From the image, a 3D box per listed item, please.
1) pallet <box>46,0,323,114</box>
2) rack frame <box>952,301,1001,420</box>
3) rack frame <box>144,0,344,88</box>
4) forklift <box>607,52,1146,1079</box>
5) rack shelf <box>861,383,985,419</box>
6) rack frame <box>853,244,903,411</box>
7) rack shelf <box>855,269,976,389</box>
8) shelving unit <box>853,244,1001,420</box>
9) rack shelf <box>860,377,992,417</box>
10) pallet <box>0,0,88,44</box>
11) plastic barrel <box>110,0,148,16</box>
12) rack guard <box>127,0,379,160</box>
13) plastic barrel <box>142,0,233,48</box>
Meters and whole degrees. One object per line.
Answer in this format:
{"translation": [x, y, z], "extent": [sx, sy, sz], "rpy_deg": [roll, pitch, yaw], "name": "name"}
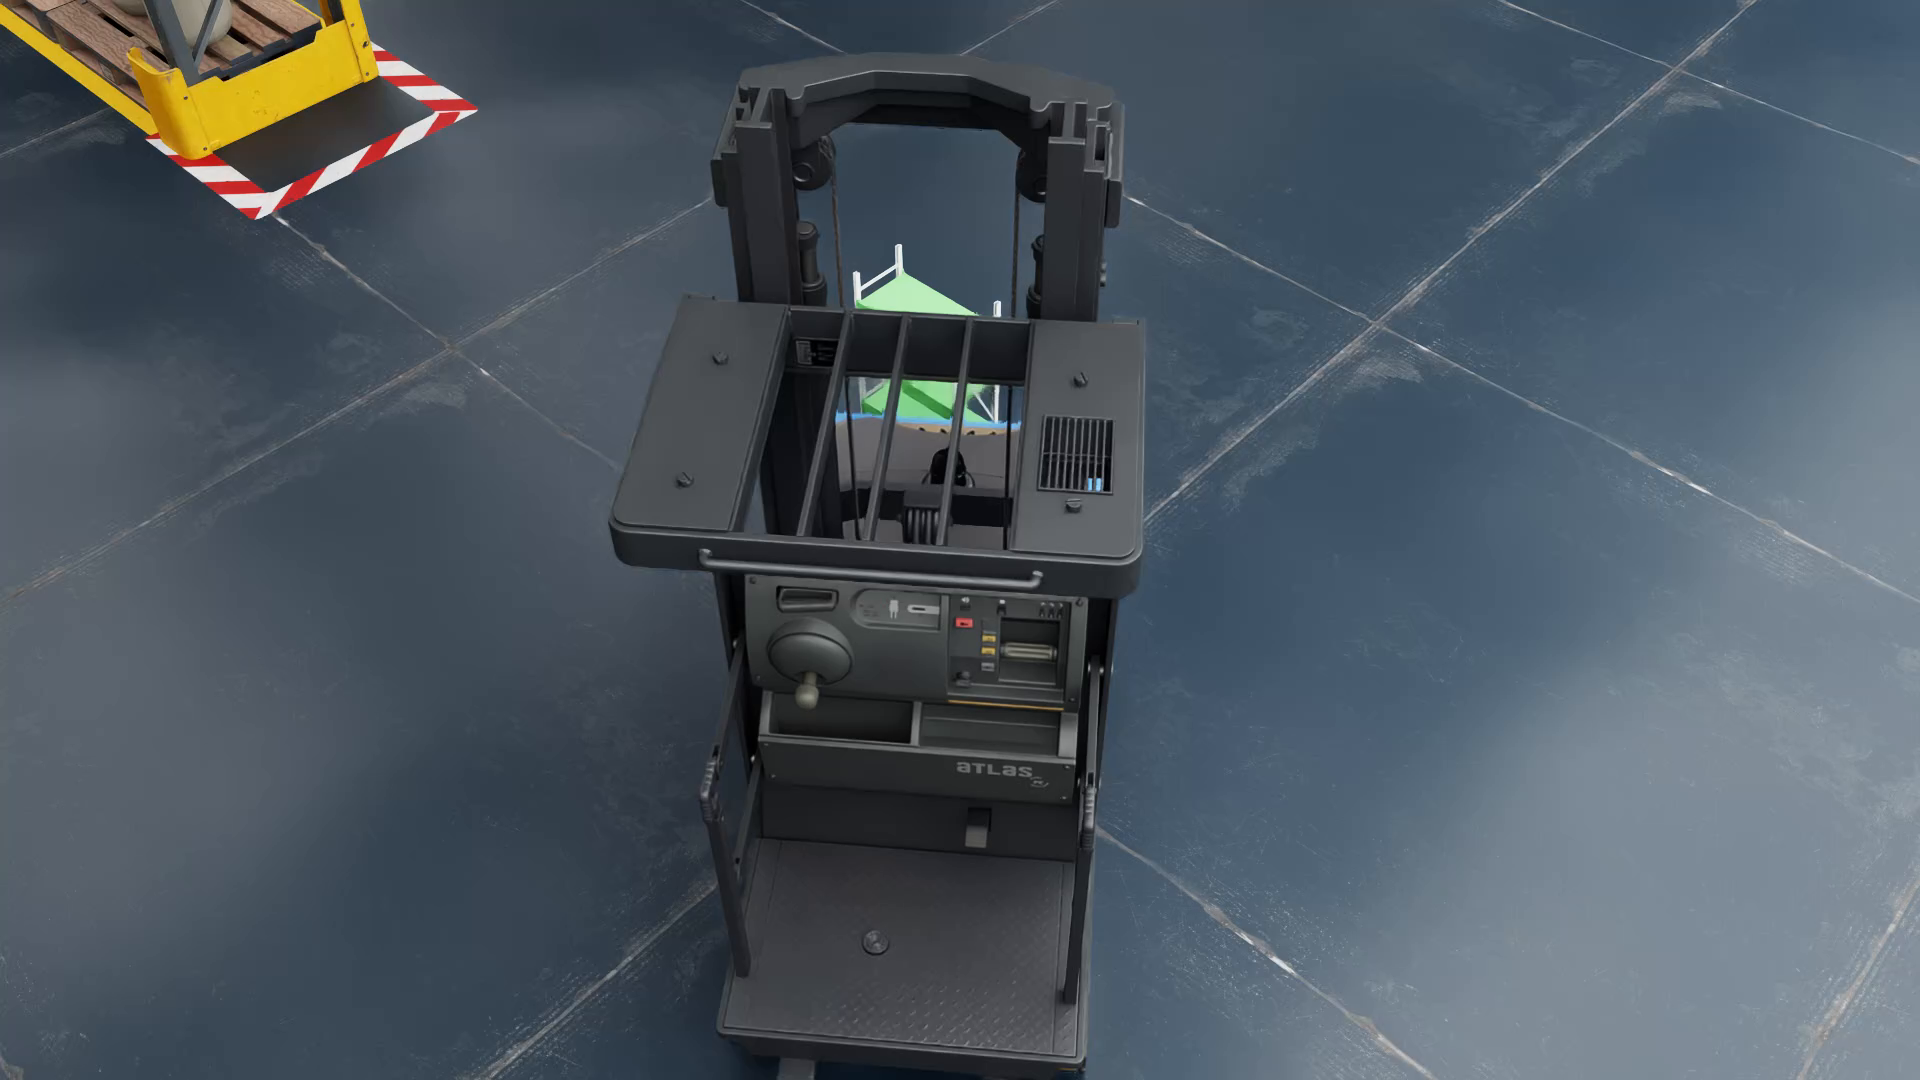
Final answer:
{"translation": [-4.291, -2.818, 9.251], "extent": [1.213, 0.211, 1.003], "rpy_deg": [34, 55, 28], "name": "pallet"}
{"translation": [0.058, -0.372, 6.276], "extent": [0.015, 1.200, 0.240], "rpy_deg": [34, 55, 28], "name": "rack frame"}
{"translation": [-3.610, -3.355, 7.843], "extent": [0.127, 3.000, 1.000], "rpy_deg": [34, 55, 28], "name": "rack frame"}
{"translation": [-0.139, 0.382, 4.381], "extent": [1.130, 2.935, 3.031], "rpy_deg": [4, 47, 4], "name": "forklift"}
{"translation": [-0.122, -0.449, 6.436], "extent": [0.480, 0.148, 0.258], "rpy_deg": [34, 55, 28], "name": "rack shelf"}
{"translation": [-0.301, -0.613, 6.503], "extent": [0.015, 1.200, 0.240], "rpy_deg": [34, 55, 28], "name": "rack frame"}
{"translation": [-0.122, -0.777, 6.086], "extent": [0.480, 0.148, 0.258], "rpy_deg": [34, 55, 28], "name": "rack shelf"}
{"translation": [-0.122, -0.493, 6.389], "extent": [0.503, 1.200, 0.258], "rpy_deg": [34, 55, 28], "name": "shelving unit"}
{"translation": [-0.122, -0.613, 6.261], "extent": [0.480, 0.148, 0.258], "rpy_deg": [34, 55, 28], "name": "rack shelf"}
{"translation": [-5.183, -3.421, 9.817], "extent": [1.213, 0.211, 1.003], "rpy_deg": [34, 55, 28], "name": "pallet"}
{"translation": [-4.513, -3.180, 9.097], "extent": [0.421, 0.512, 0.421], "rpy_deg": [0, 47, 0], "name": "plastic barrel"}
{"translation": [-3.697, -2.512, 8.766], "extent": [0.348, 0.500, 1.175], "rpy_deg": [34, 55, 28], "name": "rack guard"}
{"translation": [-4.145, -2.932, 8.864], "extent": [0.421, 0.512, 0.421], "rpy_deg": [0, 47, 0], "name": "plastic barrel"}
